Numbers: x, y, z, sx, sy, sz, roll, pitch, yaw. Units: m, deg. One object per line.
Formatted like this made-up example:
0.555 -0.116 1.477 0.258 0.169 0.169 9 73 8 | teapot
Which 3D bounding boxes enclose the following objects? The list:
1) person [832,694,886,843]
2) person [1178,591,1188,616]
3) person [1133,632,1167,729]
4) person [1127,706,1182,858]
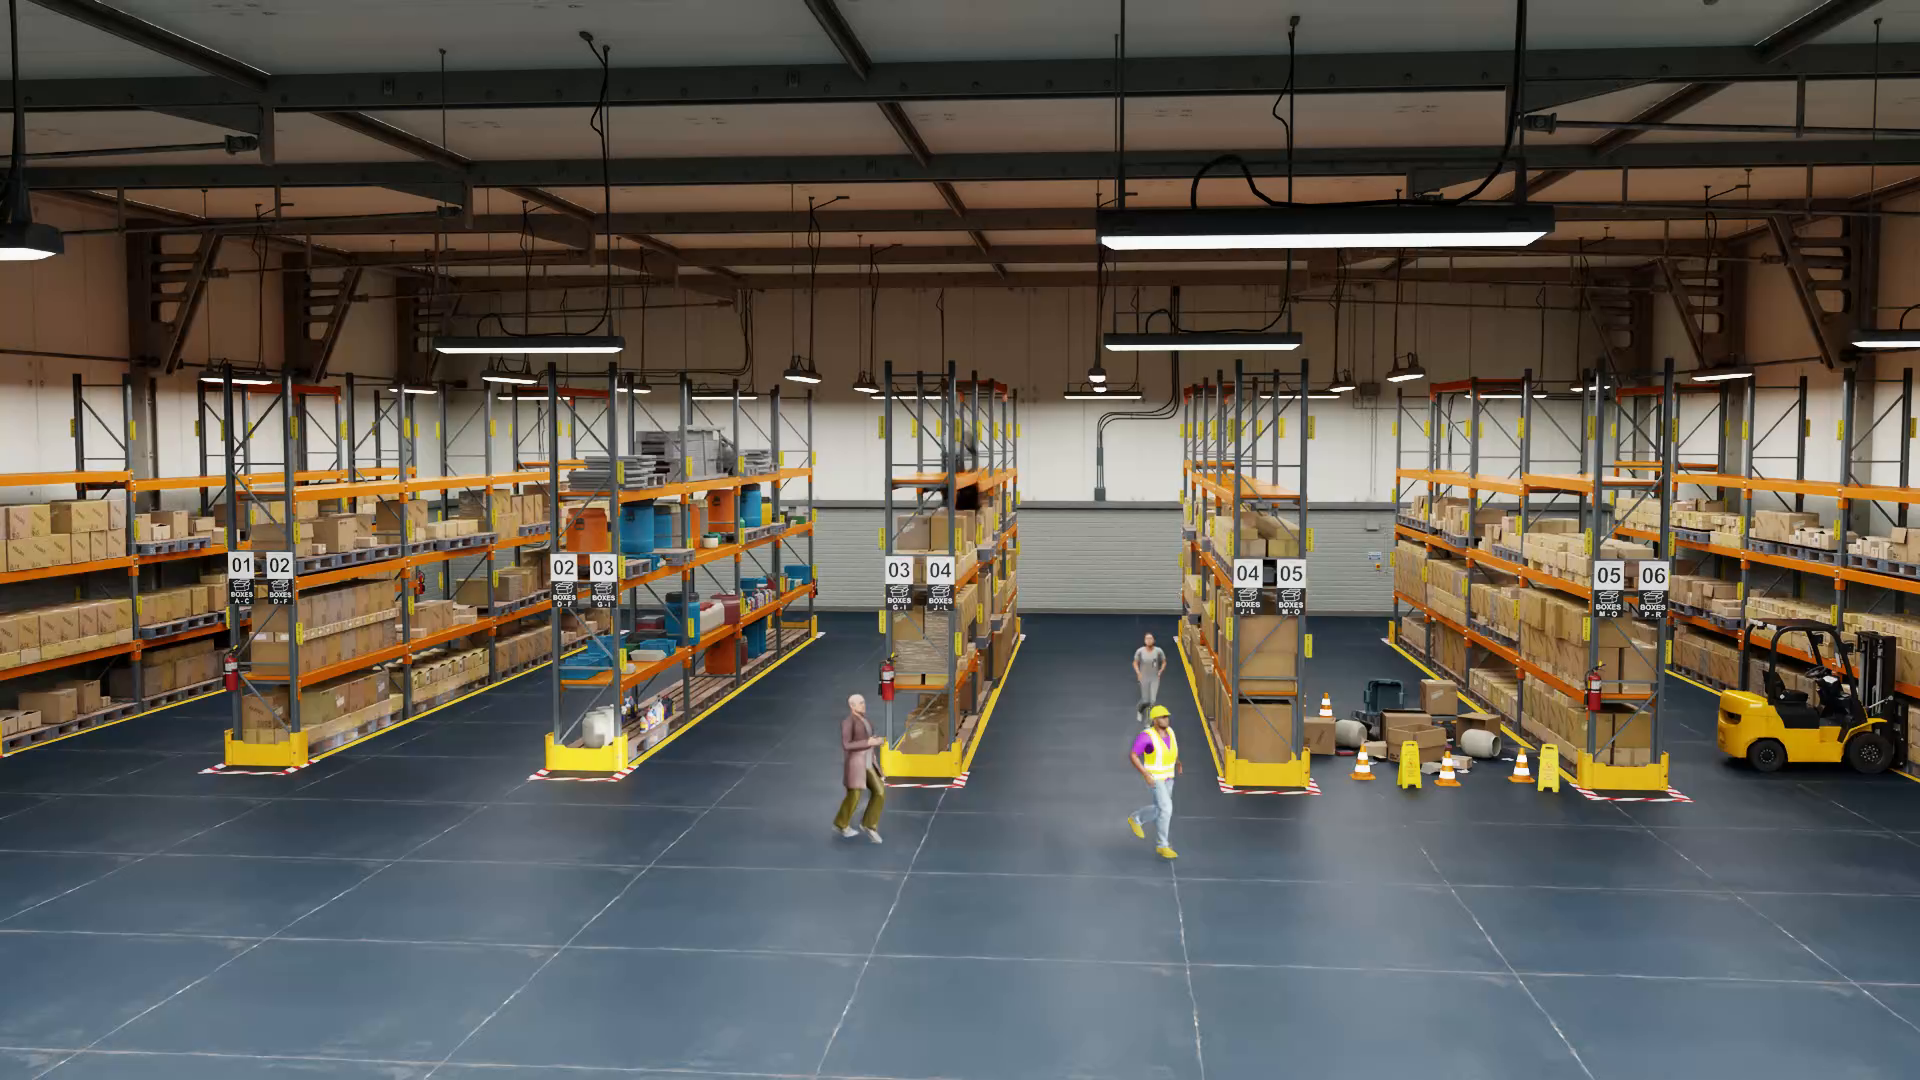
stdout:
-1.210 2.792 20.214 0.787 1.841 0.684 3 5 34 | person
5.632 1.505 40.499 0.582 1.638 0.626 -1 4 -13 | person
3.194 2.358 27.930 0.560 1.639 0.605 0 4 2 | person
2.302 2.827 19.761 0.694 1.772 0.810 -4 5 -43 | person
